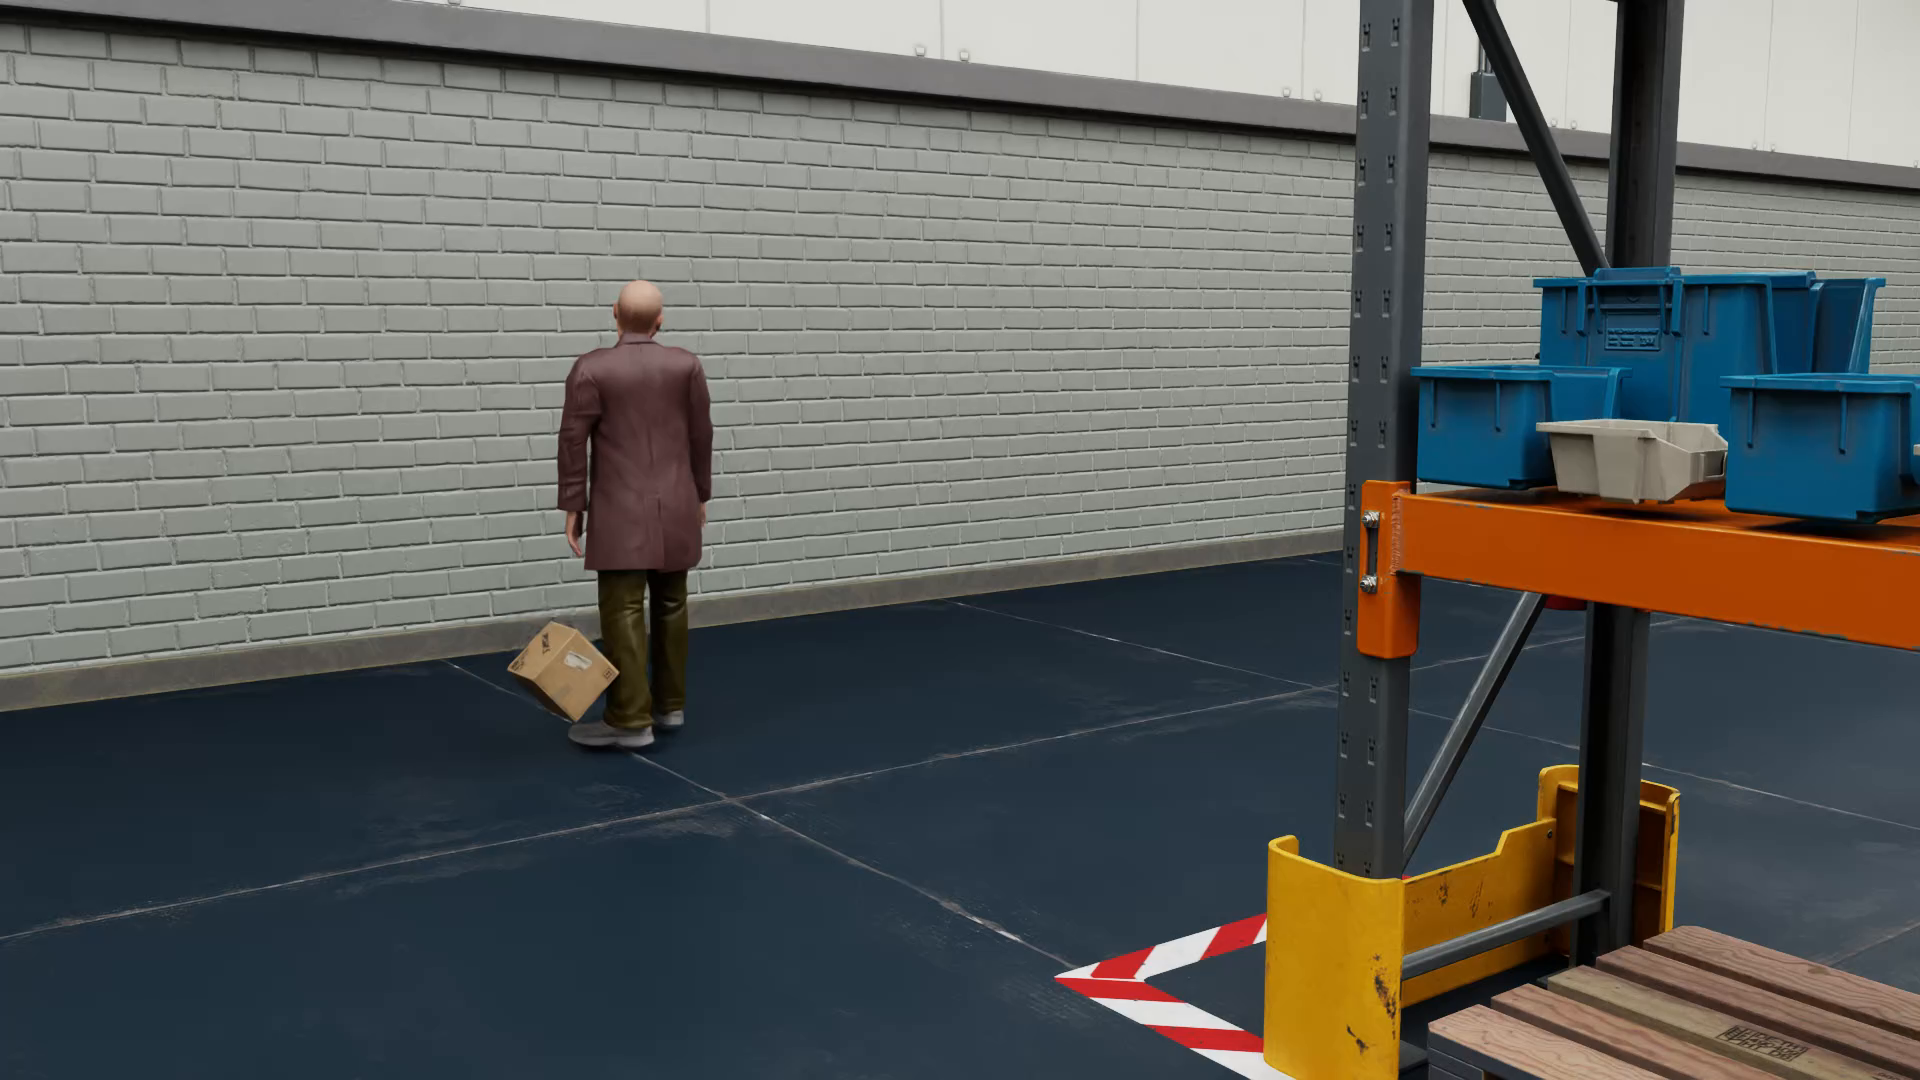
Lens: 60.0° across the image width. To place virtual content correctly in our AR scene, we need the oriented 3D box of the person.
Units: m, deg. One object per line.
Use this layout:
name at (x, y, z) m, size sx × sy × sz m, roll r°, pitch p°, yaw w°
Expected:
person at (-1.289, -0.117, 6.534) m, size 0.632 × 1.784 × 0.602 m, roll -5°, pitch 9°, yaw -32°
